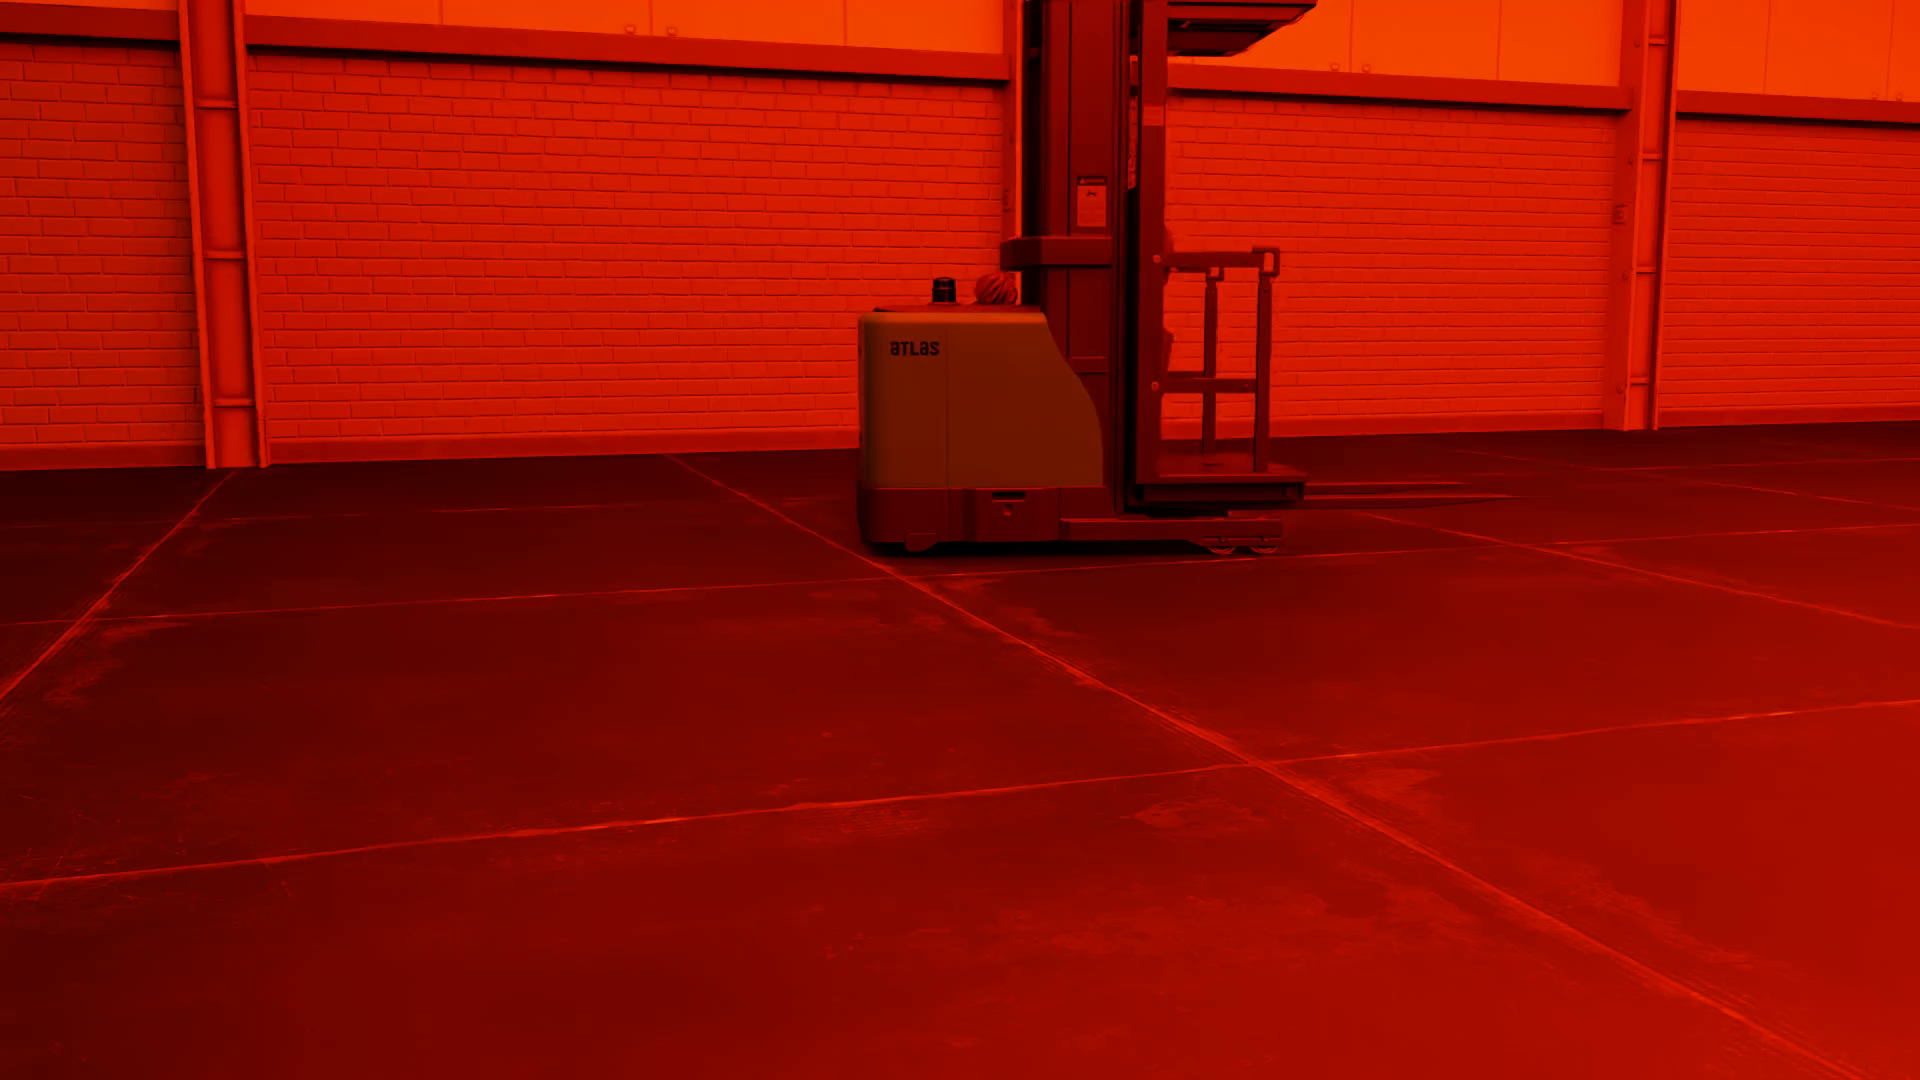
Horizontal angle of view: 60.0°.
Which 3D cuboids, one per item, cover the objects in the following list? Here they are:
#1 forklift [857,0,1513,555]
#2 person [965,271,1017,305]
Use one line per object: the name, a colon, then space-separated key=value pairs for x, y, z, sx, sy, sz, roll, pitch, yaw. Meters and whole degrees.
forklift: x=1.037 y=-1.457 z=7.759 sx=3.031 sy=2.935 sz=1.130 roll=-1 pitch=8 yaw=-5
person: x=0.224 y=-0.783 z=8.731 sx=0.748 sy=1.204 sz=1.131 roll=4 pitch=9 yaw=27
